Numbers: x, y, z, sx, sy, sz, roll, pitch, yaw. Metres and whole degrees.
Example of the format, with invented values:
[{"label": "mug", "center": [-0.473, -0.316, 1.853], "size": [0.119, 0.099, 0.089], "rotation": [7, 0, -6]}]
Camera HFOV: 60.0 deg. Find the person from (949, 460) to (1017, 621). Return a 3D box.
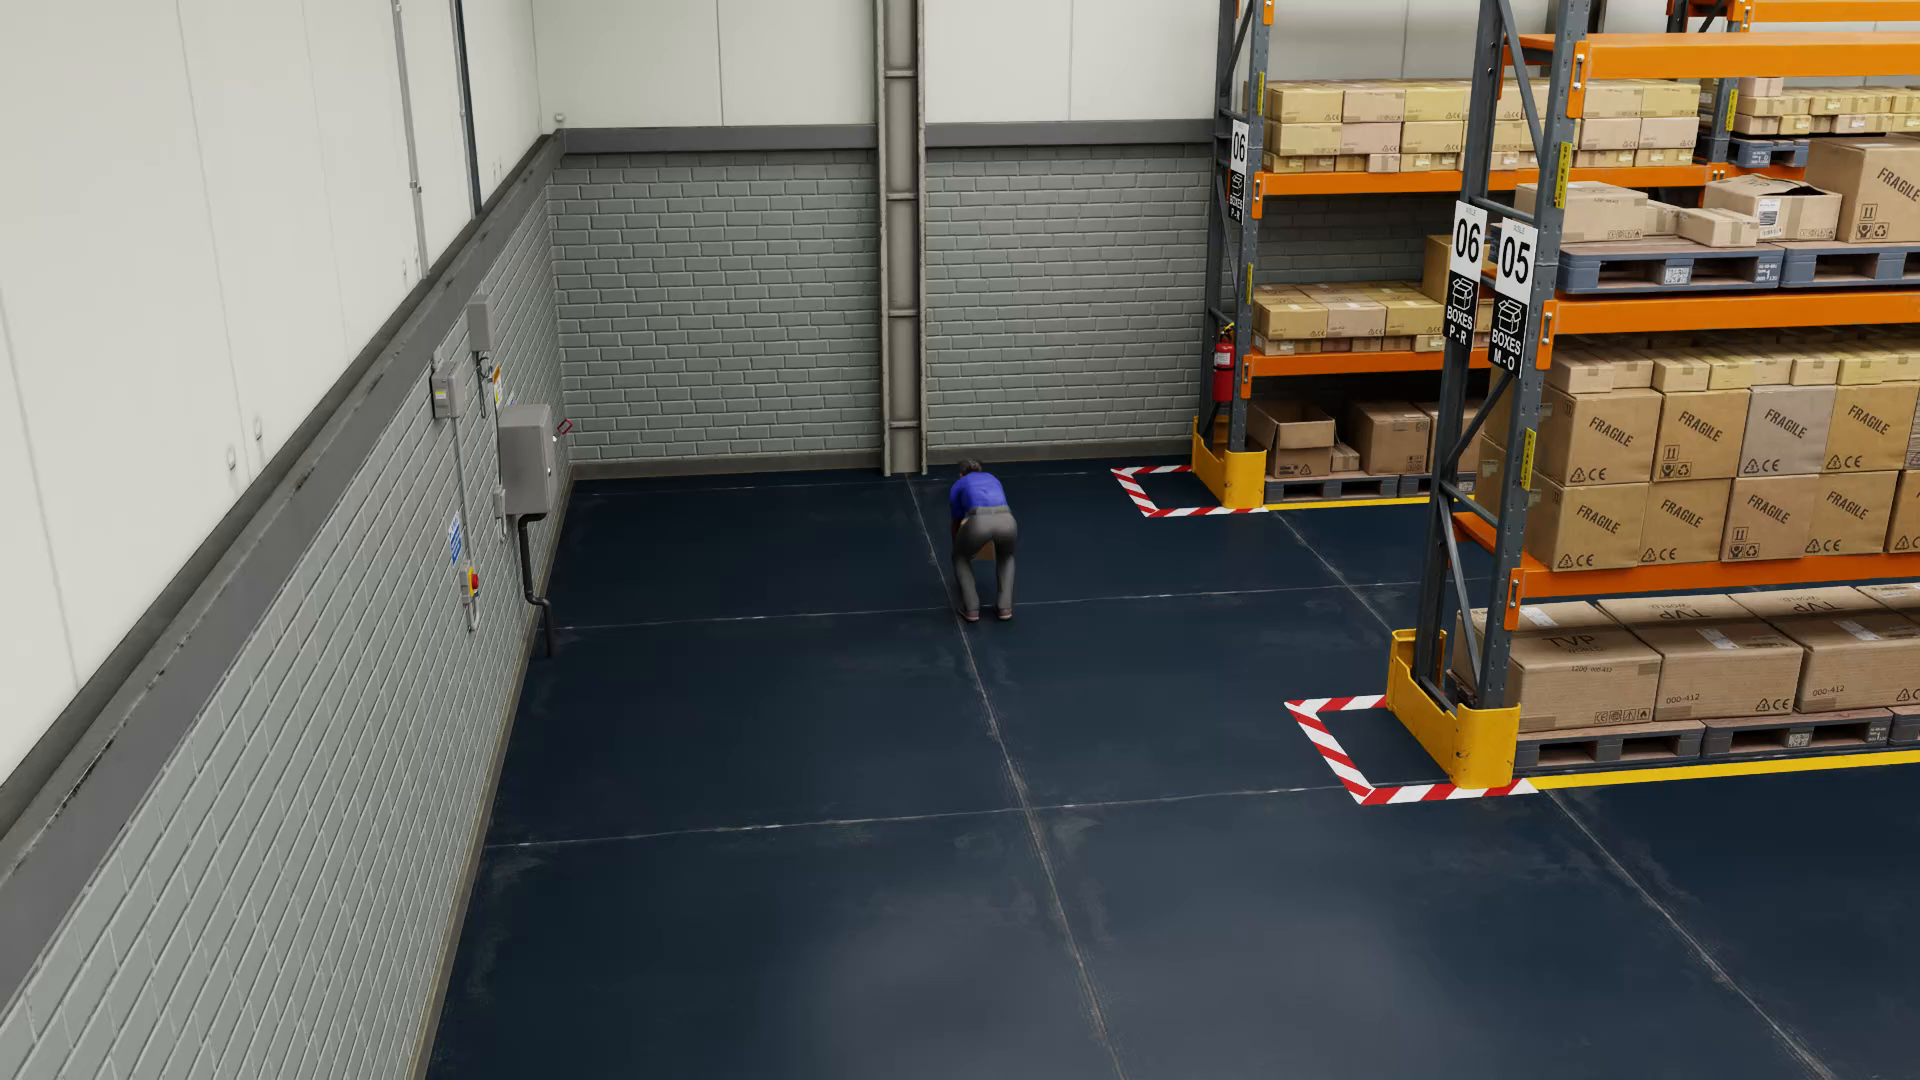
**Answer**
[{"label": "person", "center": [0.156, 0.003, 11.997], "size": [0.460, 1.027, 0.861], "rotation": [-4, 20, -10]}]
